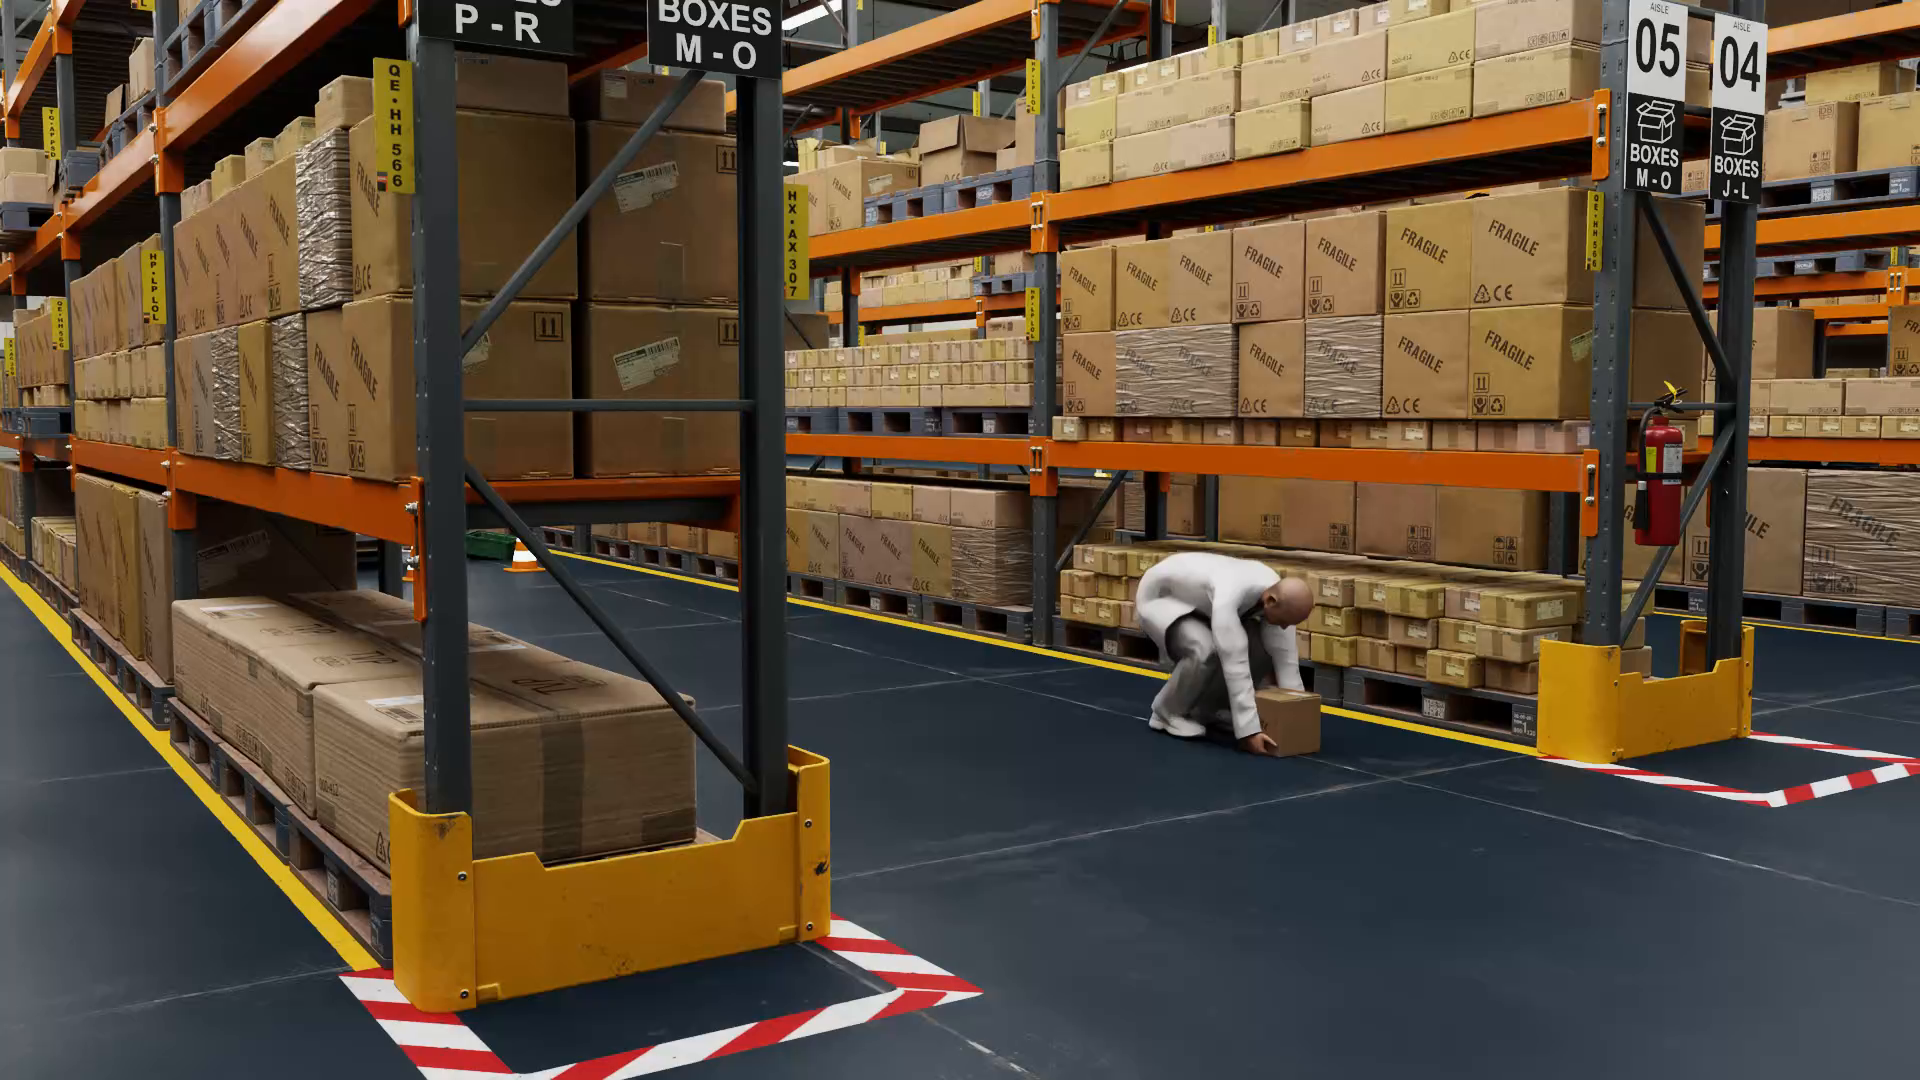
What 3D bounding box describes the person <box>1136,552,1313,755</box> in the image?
[{"bbox_3d":[1.209,0.493,7.586,0.587,0.862,0.953,-3,6,-37],"label":"person"}]
